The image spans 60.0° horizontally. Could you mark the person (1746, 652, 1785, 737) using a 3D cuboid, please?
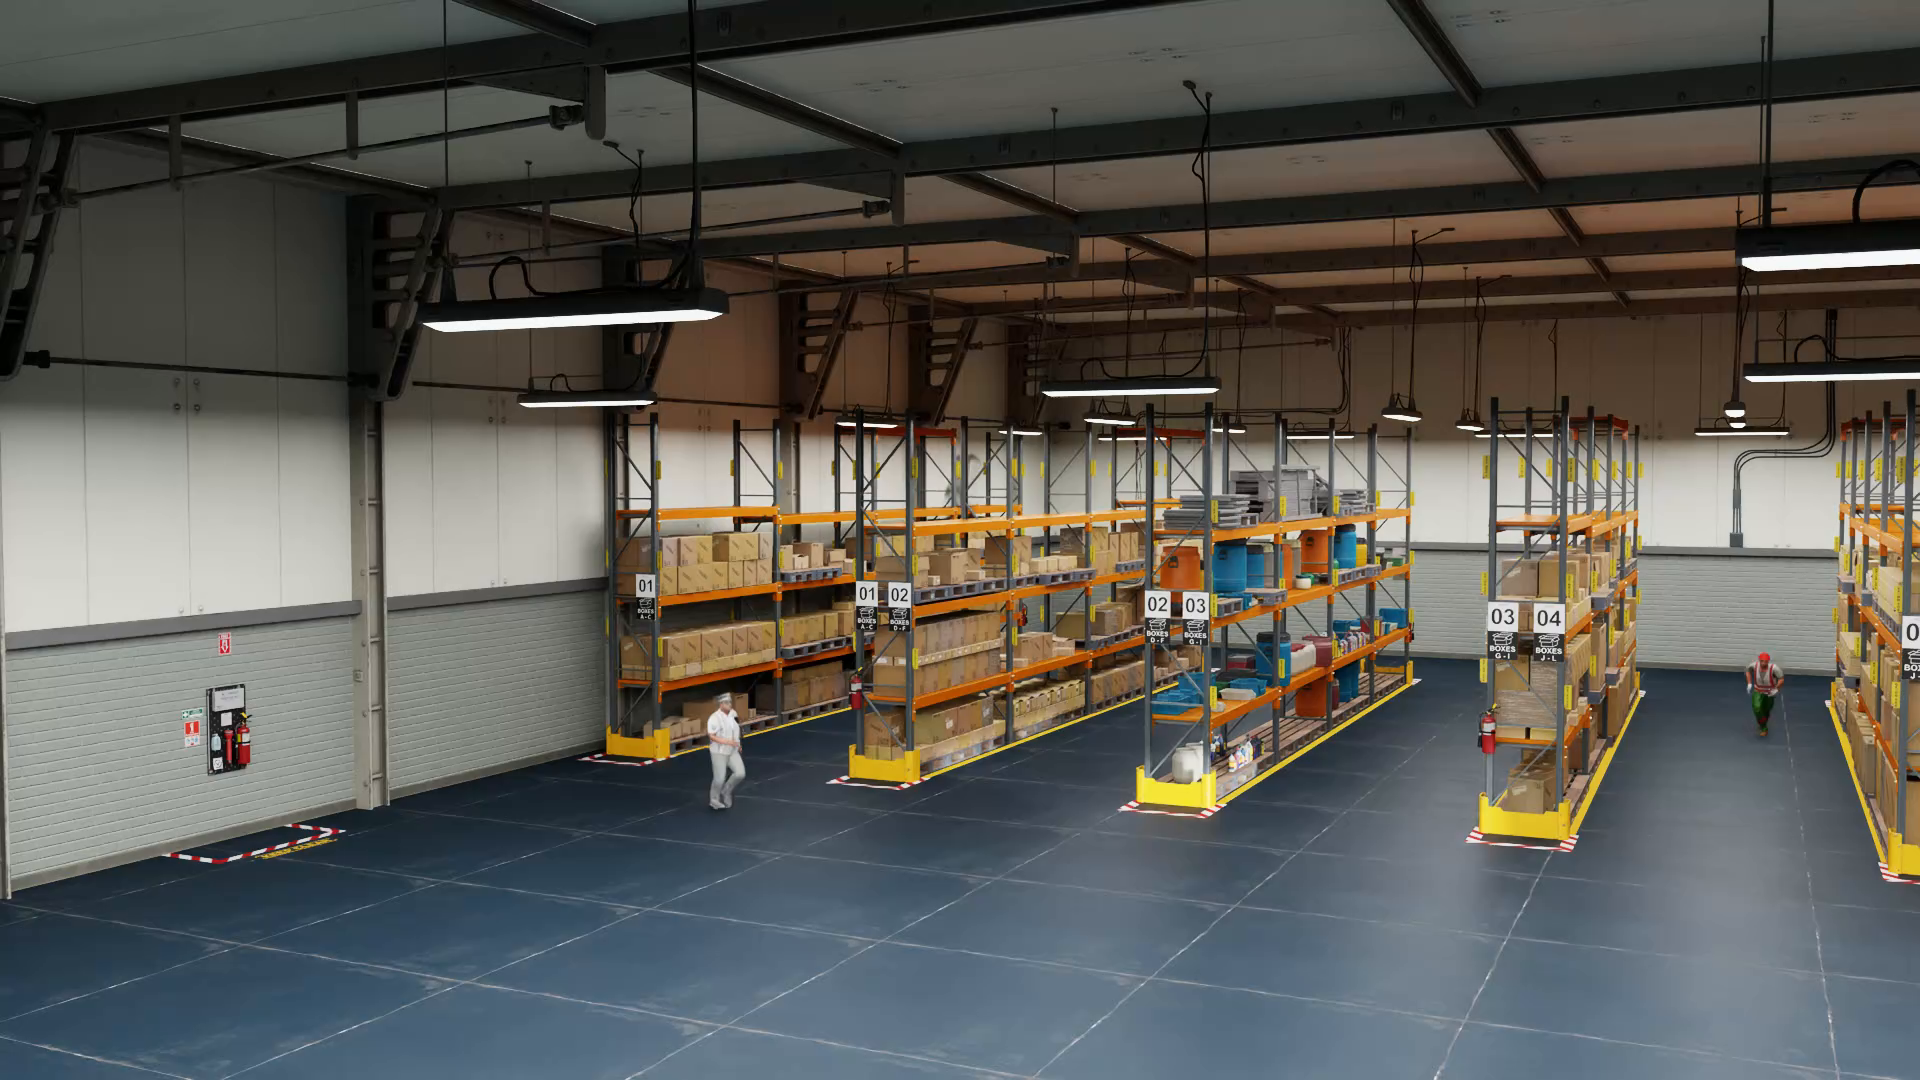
[{"bbox_3d":[15.225,2.893,31.417,0.668,1.627,1.088,2,3,33],"label":"person"}]

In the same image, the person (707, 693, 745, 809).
[{"bbox_3d":[-3.419,3.094,24.423,0.641,1.732,0.731,-2,3,-45],"label":"person"}]
